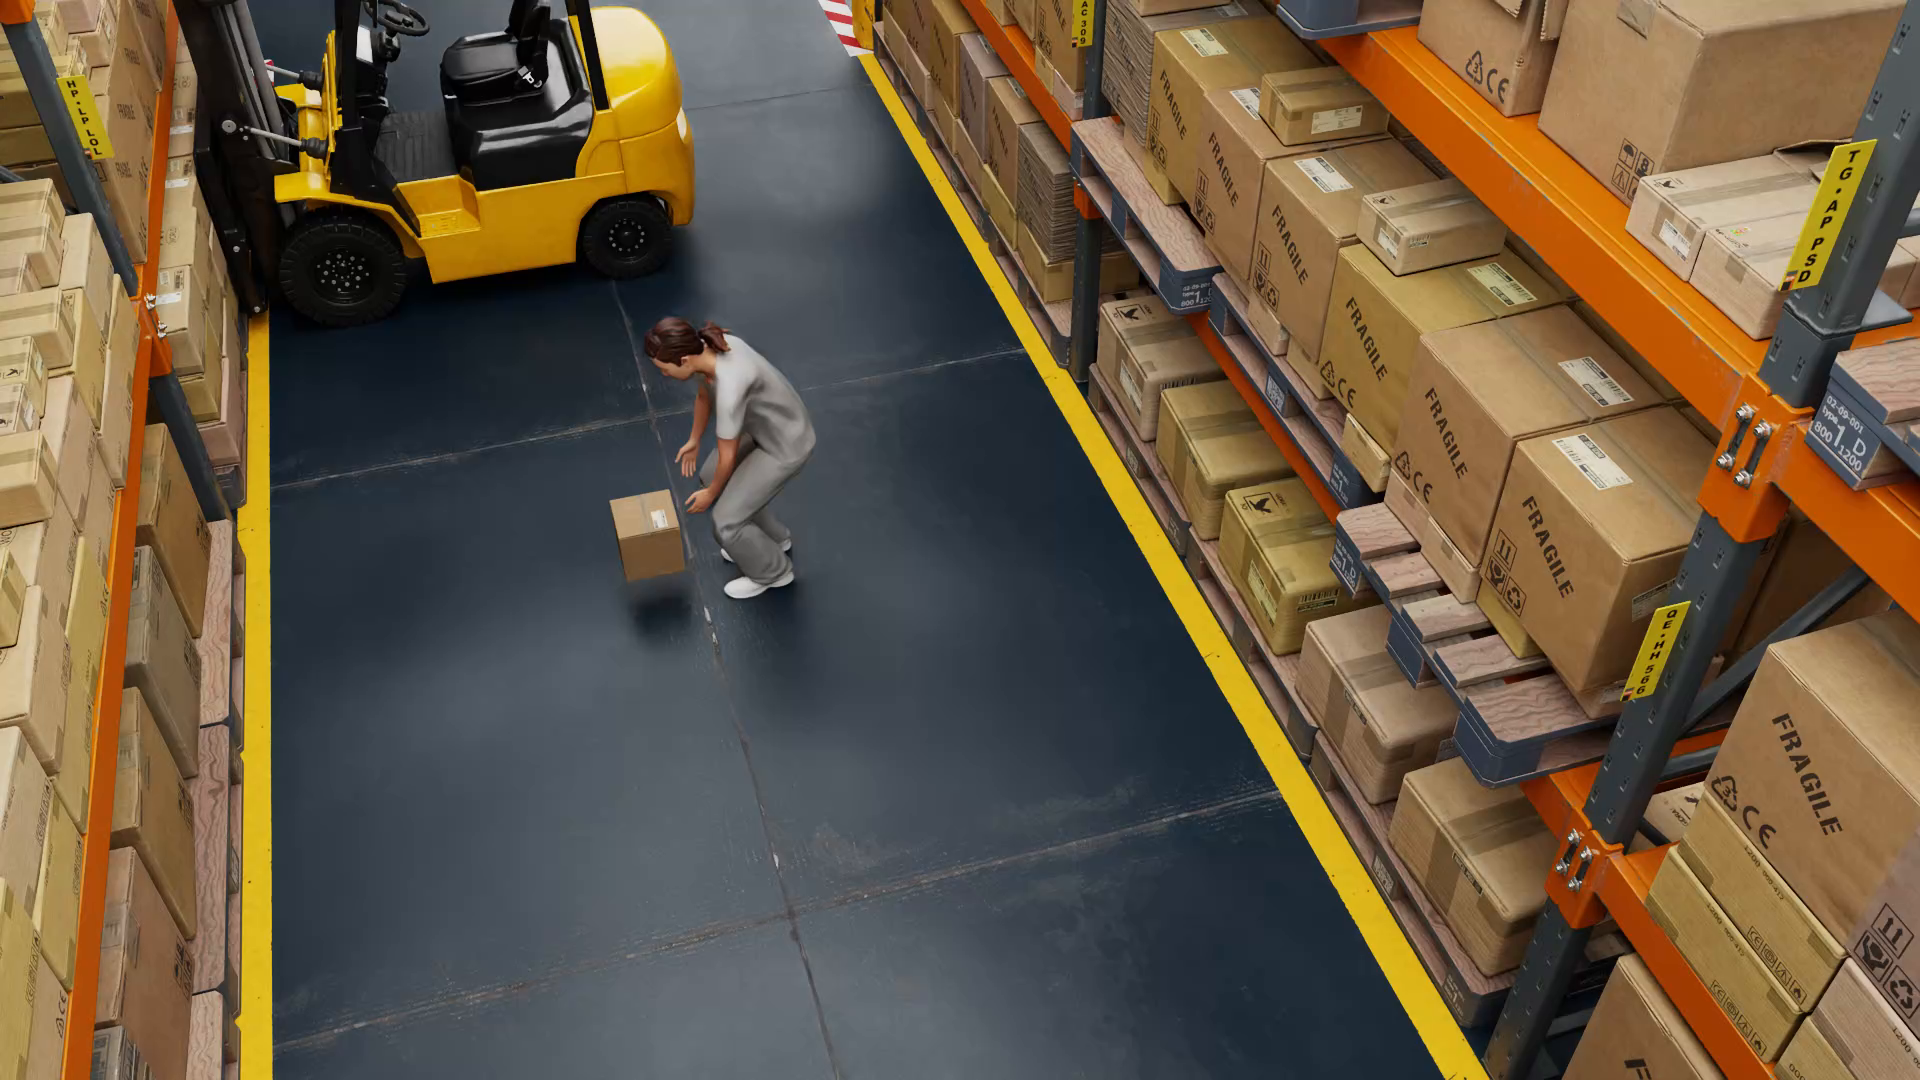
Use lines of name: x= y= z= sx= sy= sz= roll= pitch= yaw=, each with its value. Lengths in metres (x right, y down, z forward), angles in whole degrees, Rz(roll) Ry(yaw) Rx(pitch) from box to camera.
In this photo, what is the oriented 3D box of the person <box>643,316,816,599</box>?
person: x=-0.897 y=-0.355 z=6.766 sx=0.634 sy=1.391 sz=0.491 roll=-12 pitch=44 yaw=-13
